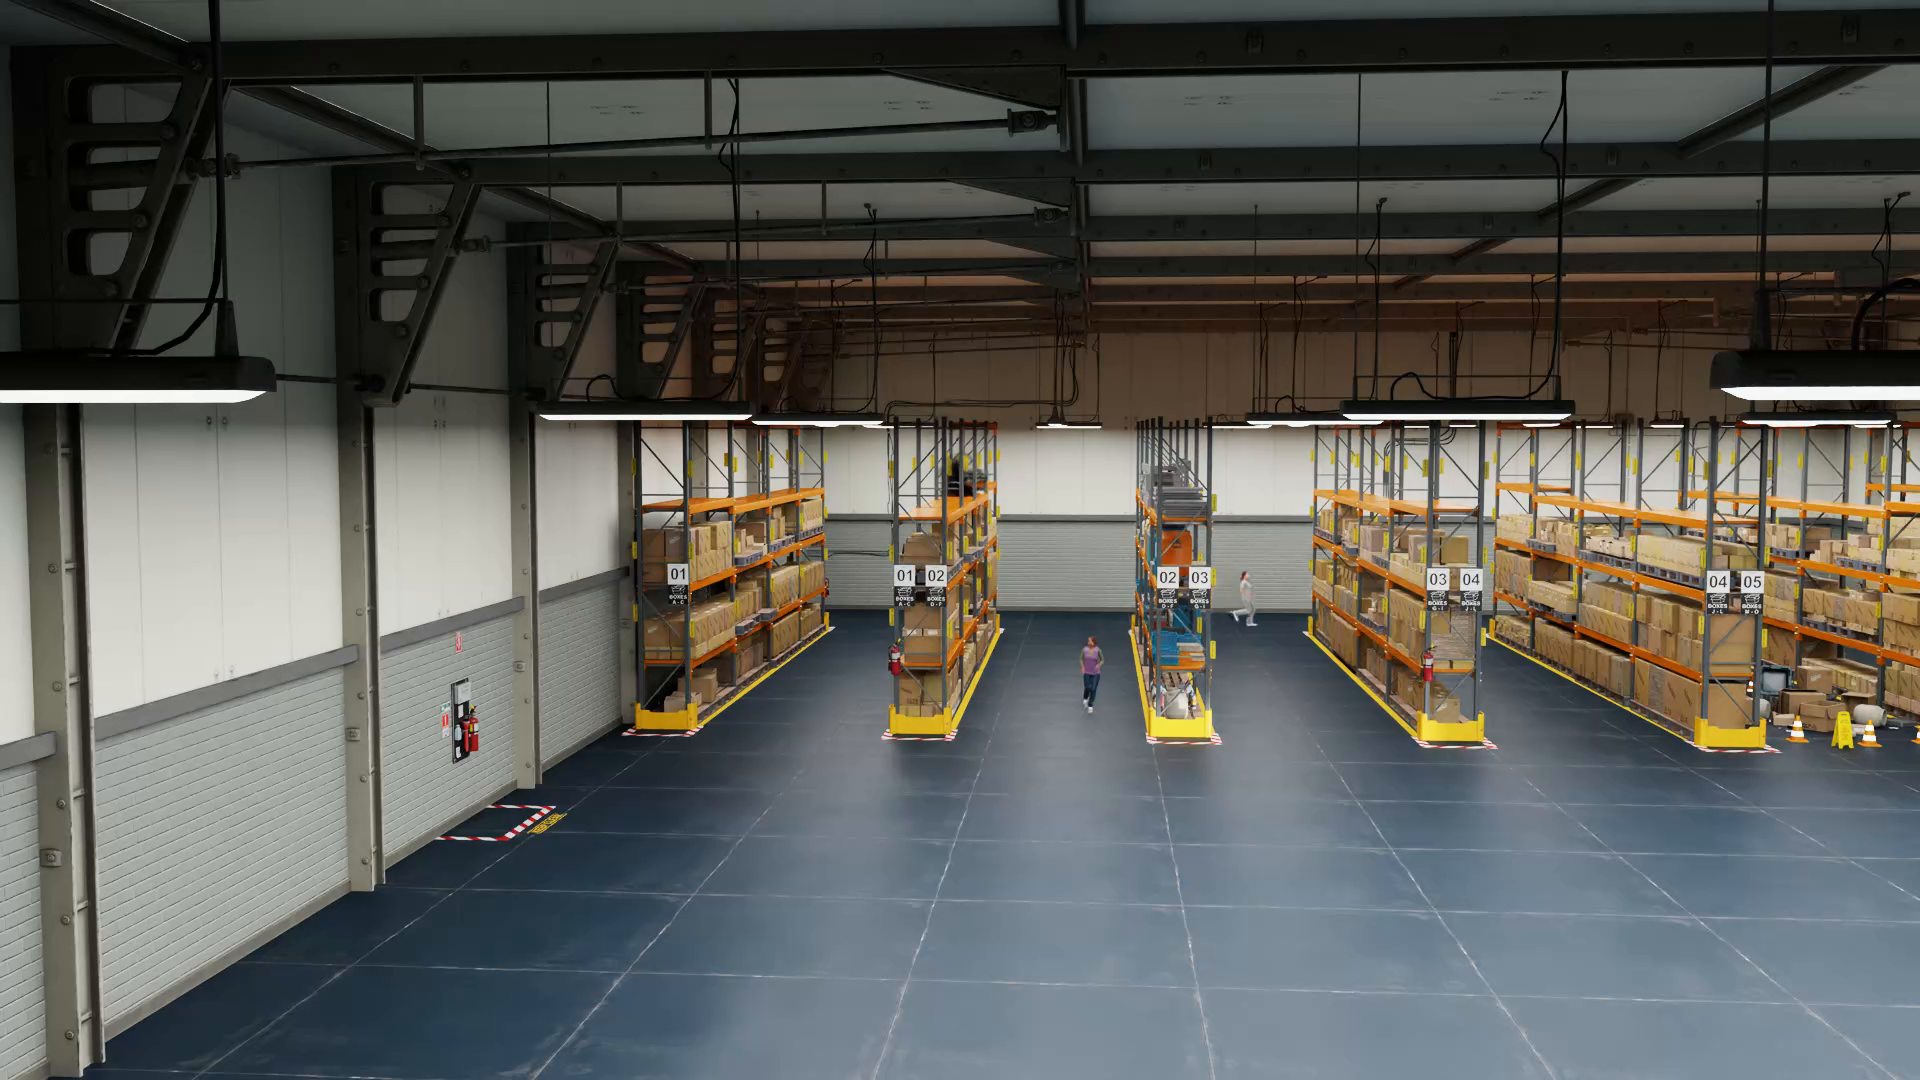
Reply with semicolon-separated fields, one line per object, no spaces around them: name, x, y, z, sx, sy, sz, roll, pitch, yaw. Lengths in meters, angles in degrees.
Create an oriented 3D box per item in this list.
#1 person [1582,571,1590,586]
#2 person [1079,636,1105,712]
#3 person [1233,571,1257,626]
person;17.992;1.745;48.003;0.712;1.747;0.594;-1;4;-12
person;2.681;2.736;33.854;0.523;1.567;0.549;0;4;7
person;8.399;1.727;48.939;0.710;1.625;0.580;2;4;24
